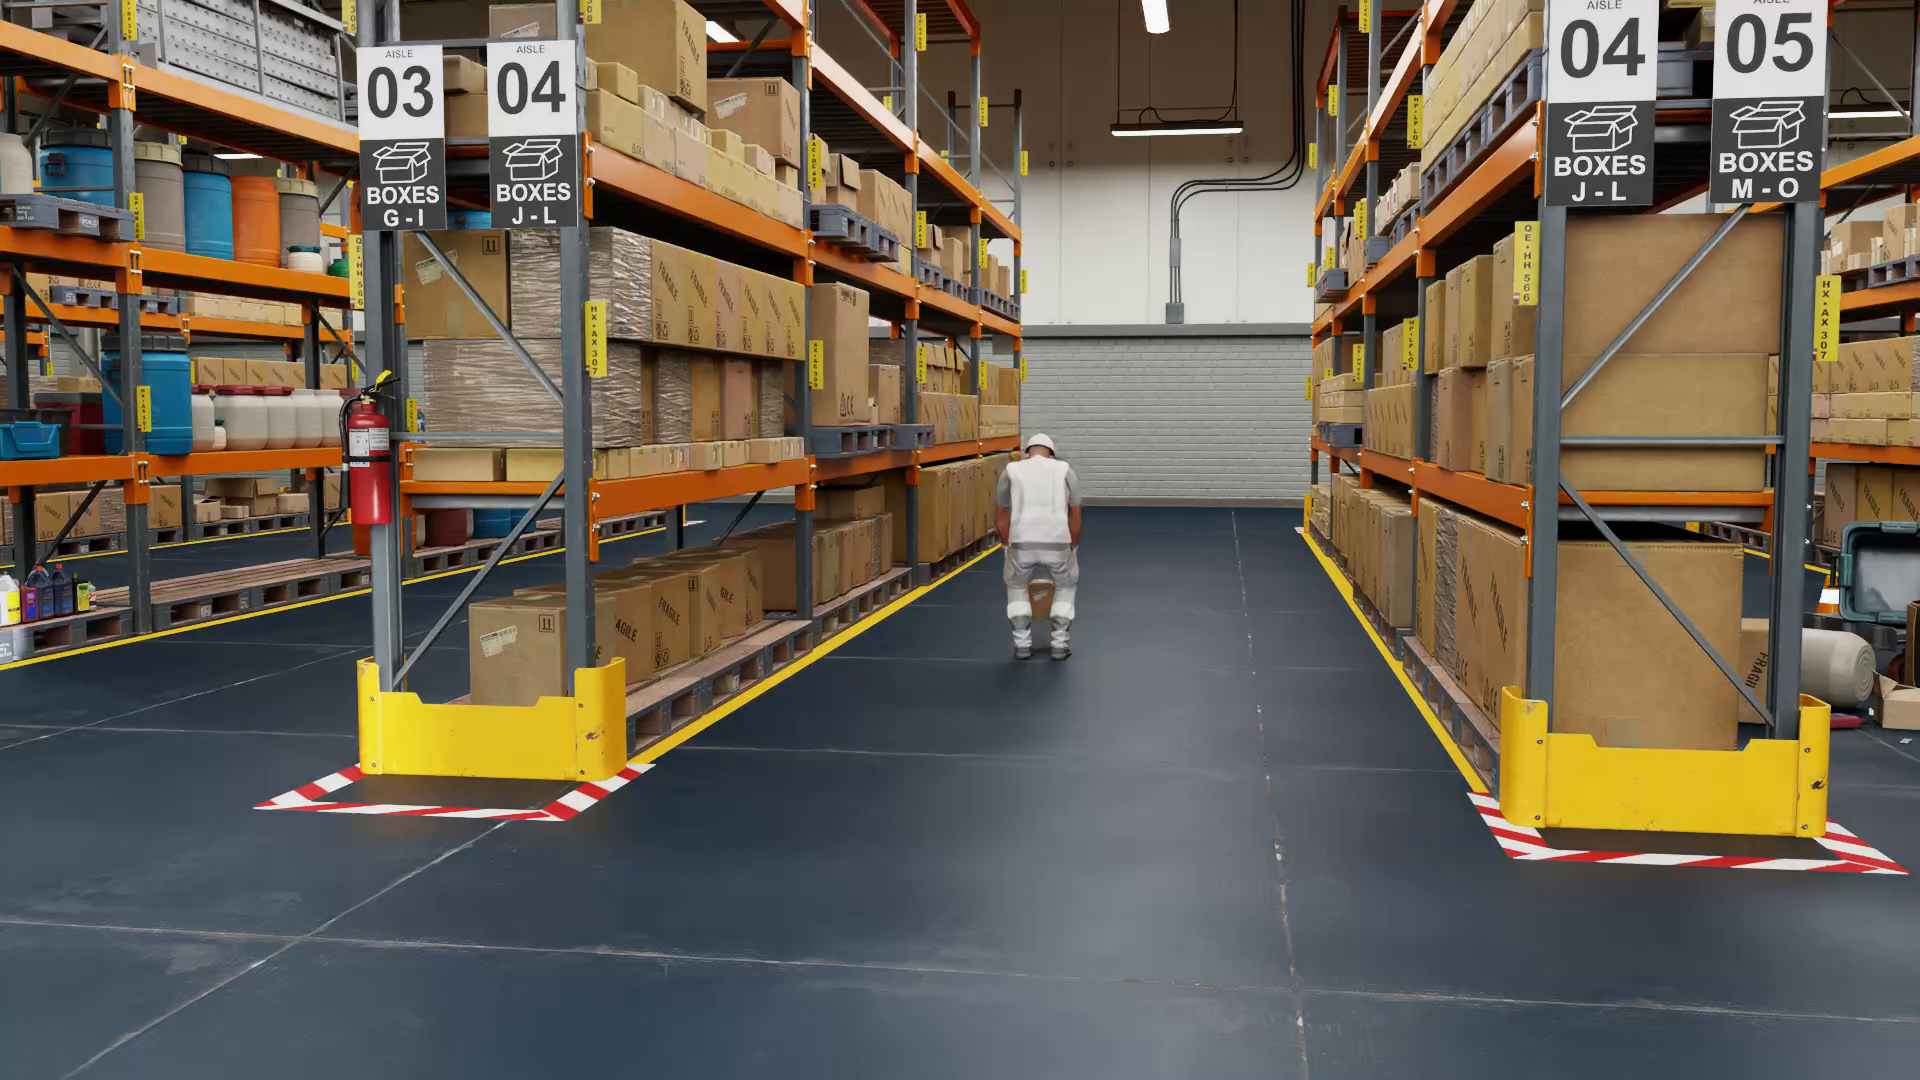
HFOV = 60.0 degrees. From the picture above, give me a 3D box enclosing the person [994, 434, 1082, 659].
[{"bbox_3d":[0.510,0.033,11.057,0.582,1.472,0.730,1,4,9],"label":"person"}]
